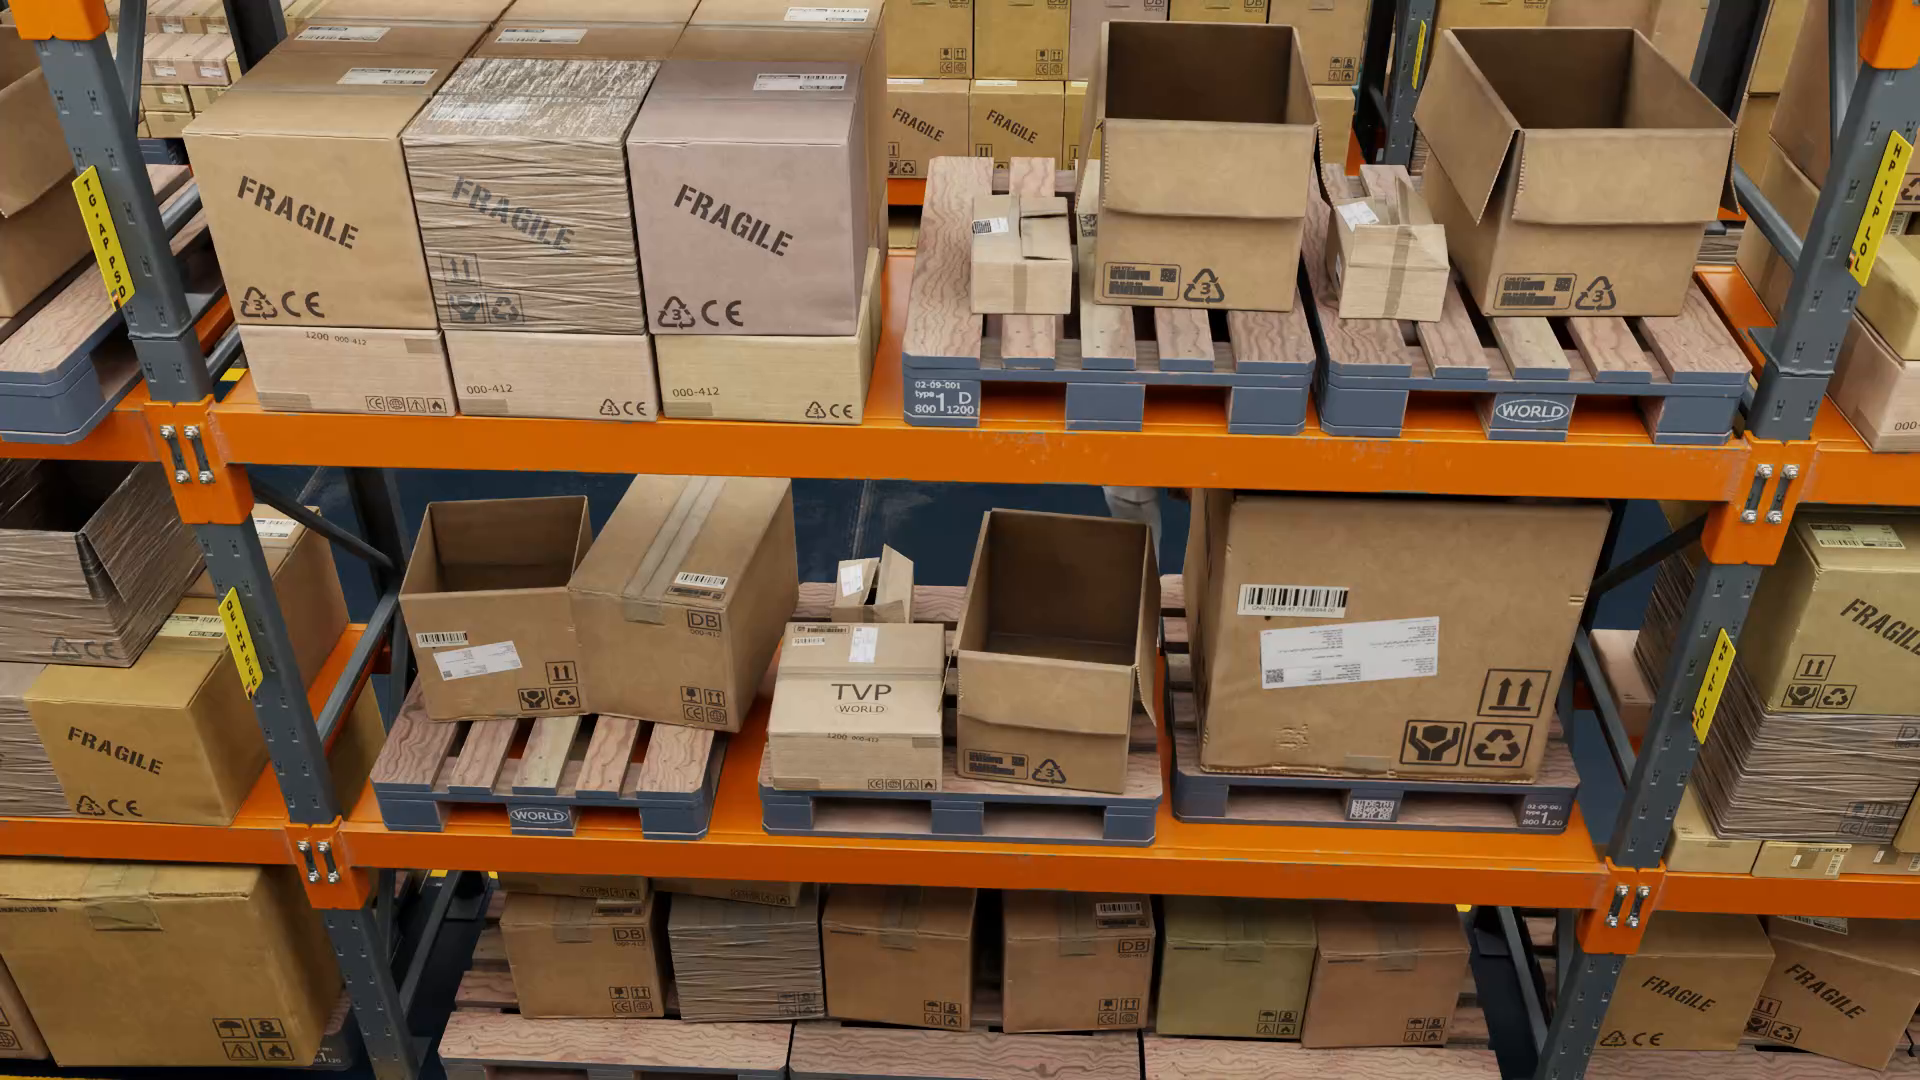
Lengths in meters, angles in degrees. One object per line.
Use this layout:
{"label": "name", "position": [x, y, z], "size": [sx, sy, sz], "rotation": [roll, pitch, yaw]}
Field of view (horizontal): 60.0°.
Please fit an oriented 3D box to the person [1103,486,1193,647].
{"label": "person", "position": [0.886, -0.248, 7.473], "size": [0.502, 1.666, 0.411], "rotation": [1, 36, 1]}
